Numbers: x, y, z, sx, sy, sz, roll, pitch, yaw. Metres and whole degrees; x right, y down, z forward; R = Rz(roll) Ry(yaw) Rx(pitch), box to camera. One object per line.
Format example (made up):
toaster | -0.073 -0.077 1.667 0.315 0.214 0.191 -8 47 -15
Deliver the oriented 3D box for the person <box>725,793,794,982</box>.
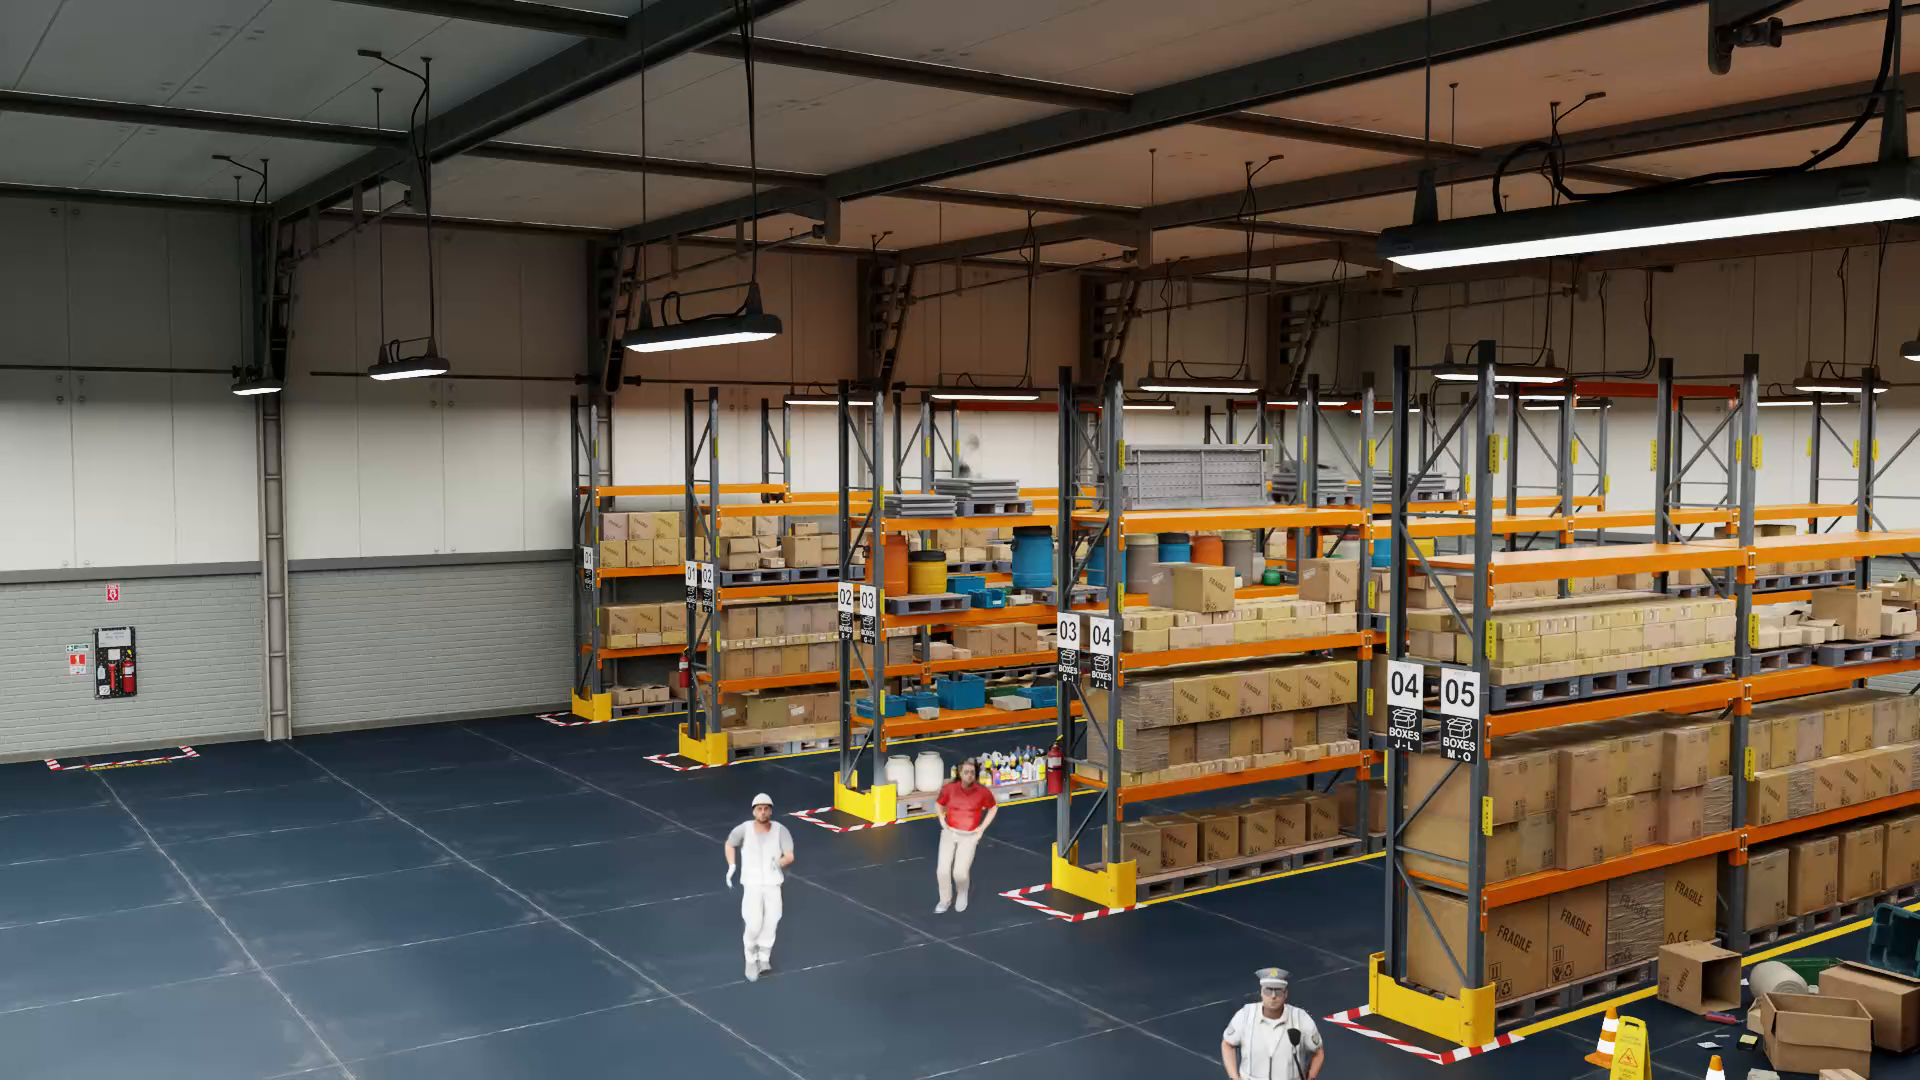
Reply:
person | -1.896 3.313 15.866 0.641 1.785 0.701 -1 4 -14

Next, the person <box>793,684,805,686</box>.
person | -2.937 2.543 29.918 0.688 1.664 0.544 -2 4 -36

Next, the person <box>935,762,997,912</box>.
person | 0.027 3.247 18.082 0.664 1.664 0.580 1 4 13

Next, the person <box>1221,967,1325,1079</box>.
person | 2.044 3.632 10.912 0.672 1.750 0.644 1 4 15
